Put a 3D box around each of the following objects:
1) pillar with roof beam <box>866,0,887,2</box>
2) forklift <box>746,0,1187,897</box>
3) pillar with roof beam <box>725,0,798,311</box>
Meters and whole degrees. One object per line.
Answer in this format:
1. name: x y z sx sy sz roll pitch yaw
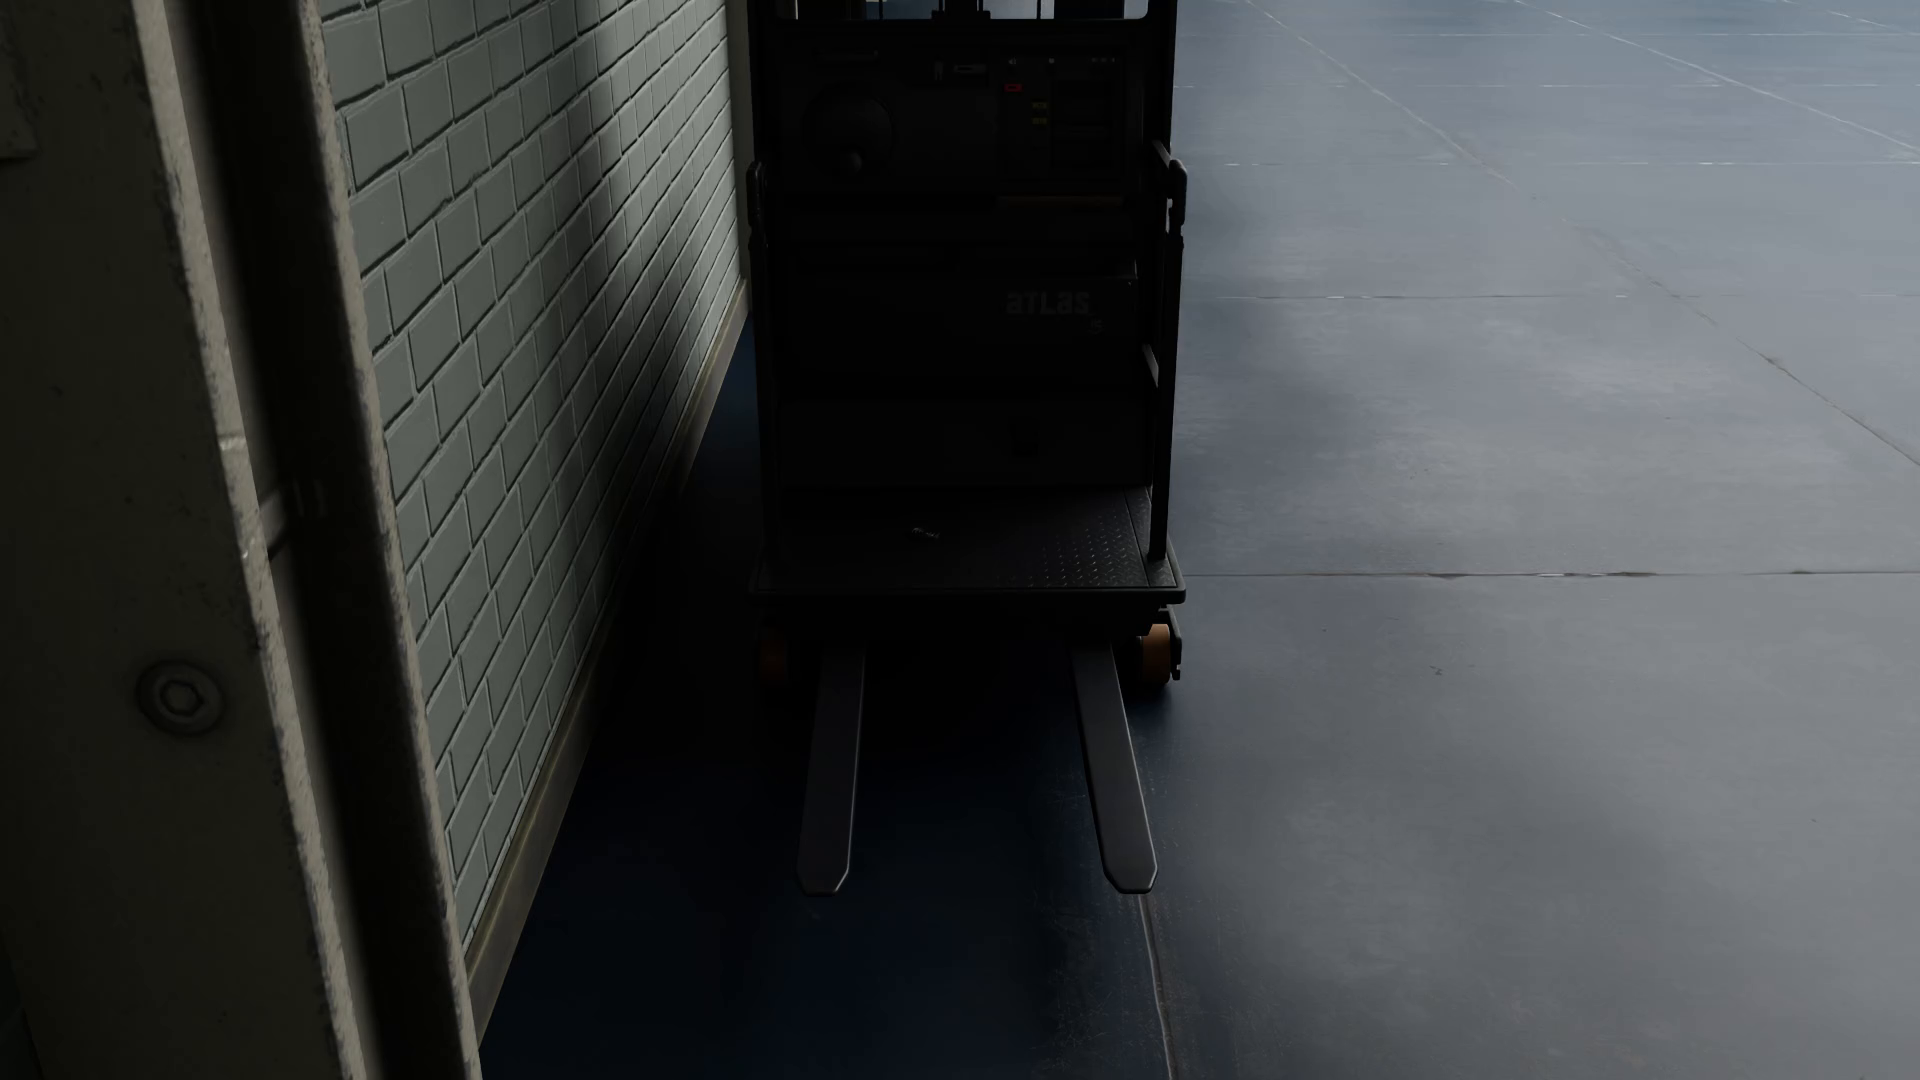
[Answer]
1. pillar with roof beam: 3.329 -10.185 16.849 9.100 9.000 0.400 0 24 -1
2. forklift: 0.010 -1.076 4.072 1.130 2.935 3.031 0 24 -1
3. pillar with roof beam: 3.460 -5.240 5.916 9.100 9.000 0.400 0 24 -1
